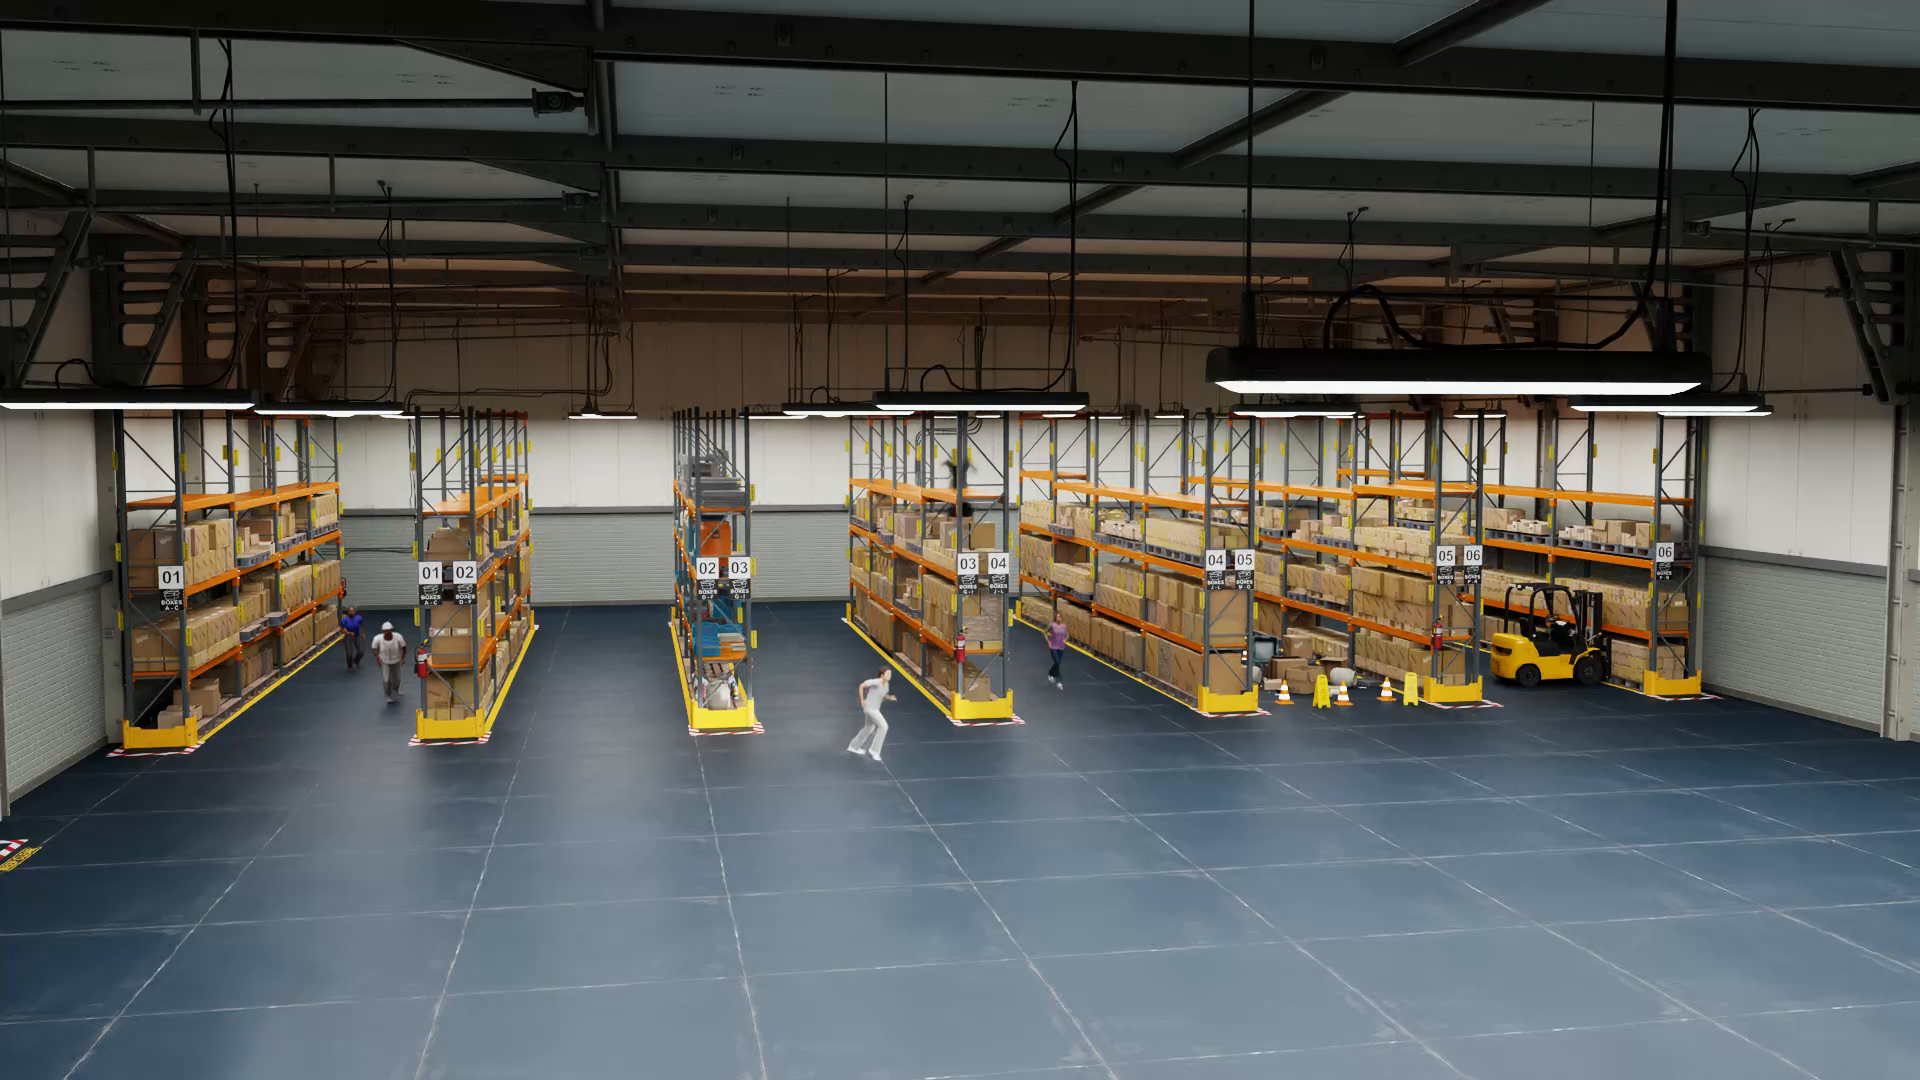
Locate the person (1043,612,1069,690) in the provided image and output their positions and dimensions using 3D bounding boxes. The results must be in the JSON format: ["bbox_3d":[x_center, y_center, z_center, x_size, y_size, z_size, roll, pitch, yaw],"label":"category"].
[{"bbox_3d":[2.096,2.370,35.921,0.525,1.624,0.761,-2,4,-24],"label":"person"}]

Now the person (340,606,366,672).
[{"bbox_3d":[-13.831,2.267,37.922,0.577,1.532,0.764,-2,5,-28],"label":"person"}]

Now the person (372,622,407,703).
[{"bbox_3d":[-11.645,2.479,33.925,0.676,1.671,0.867,-2,5,-28],"label":"person"}]

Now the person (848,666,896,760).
[{"bbox_3d":[-1.495,2.946,28.227,0.879,1.647,0.594,2,4,23],"label":"person"}]
